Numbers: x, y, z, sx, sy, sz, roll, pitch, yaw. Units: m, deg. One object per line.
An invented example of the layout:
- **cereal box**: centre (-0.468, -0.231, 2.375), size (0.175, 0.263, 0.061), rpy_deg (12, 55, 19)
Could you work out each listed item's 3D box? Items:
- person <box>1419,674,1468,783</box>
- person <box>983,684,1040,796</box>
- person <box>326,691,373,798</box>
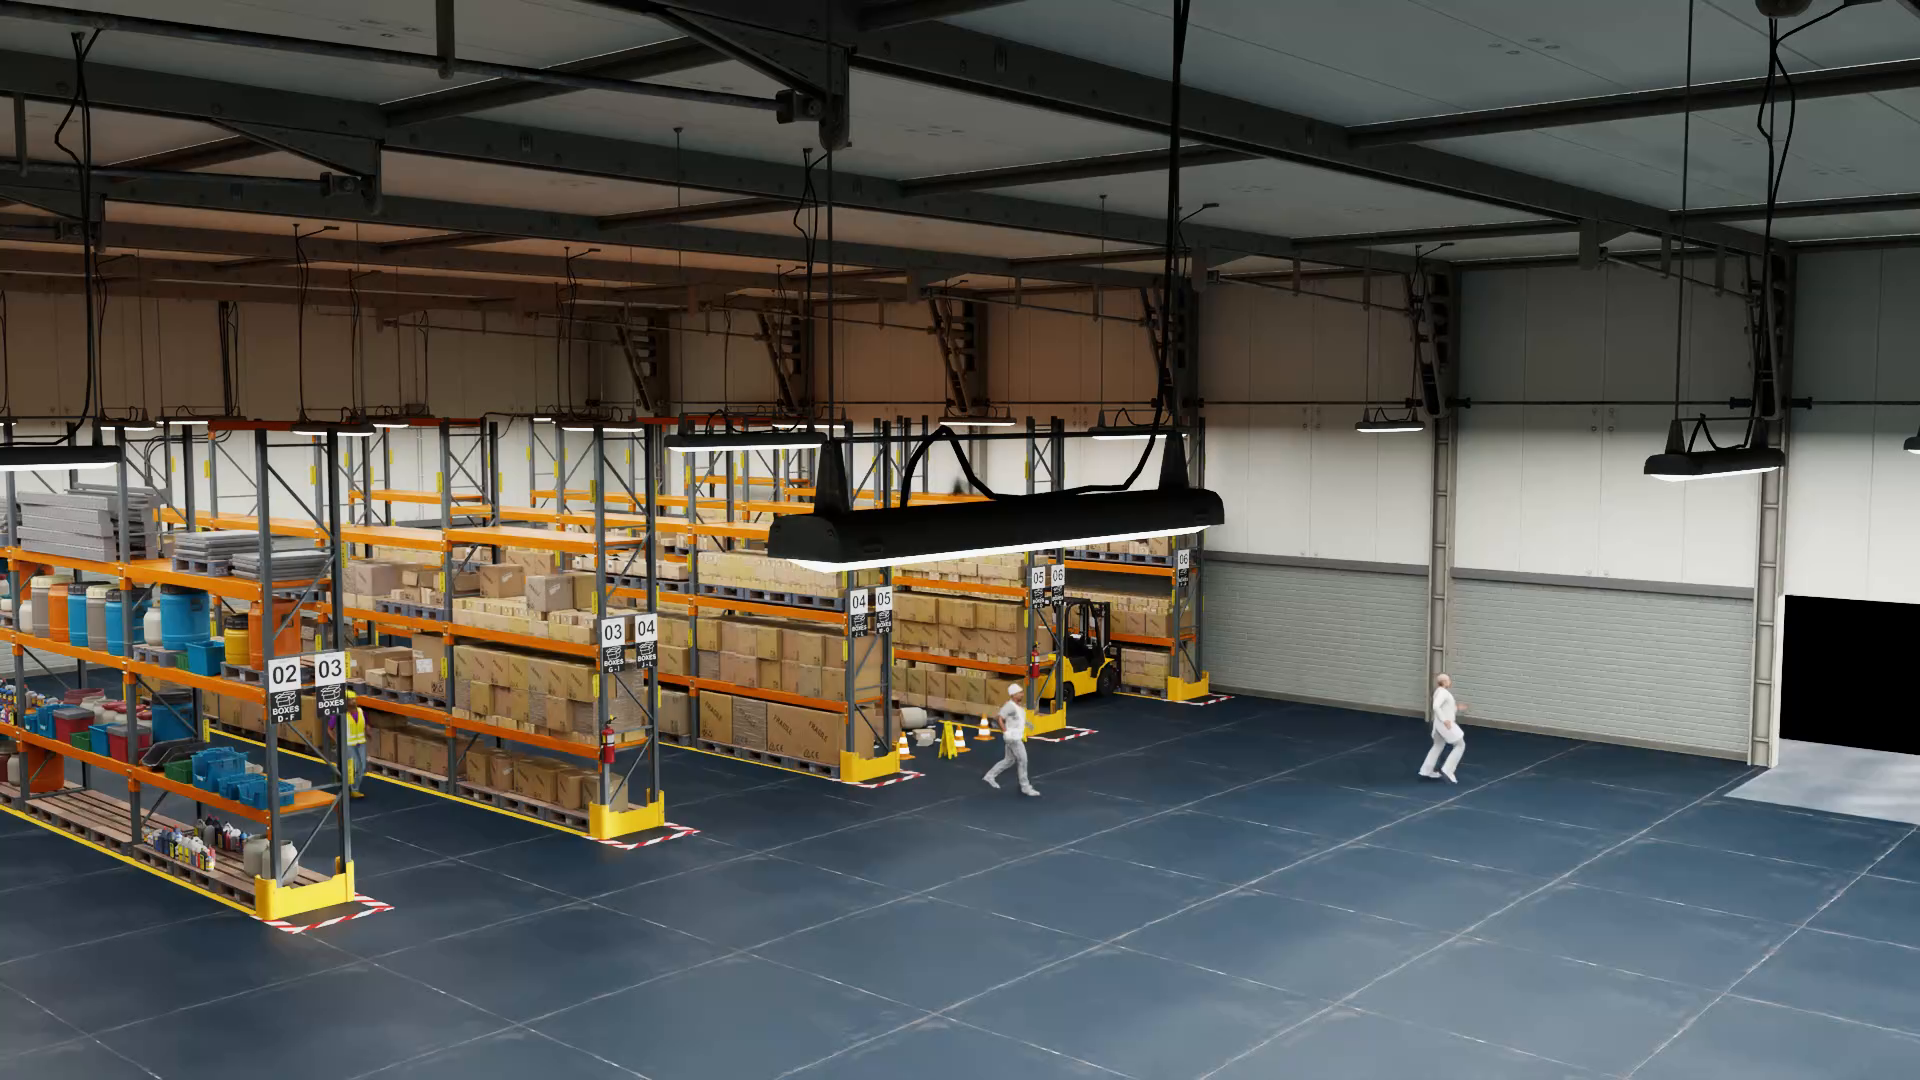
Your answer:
- **person**: centre (8.089, 3.146, 27.743), size (0.798, 1.823, 0.671), rpy_deg (0, 5, -5)
- **person**: centre (0.837, 3.210, 26.832), size (0.935, 1.791, 0.683), rpy_deg (0, 5, 6)
- **person**: centre (-9.742, 3.270, 26.656), size (0.578, 1.722, 0.717), rpy_deg (4, 6, 38)
